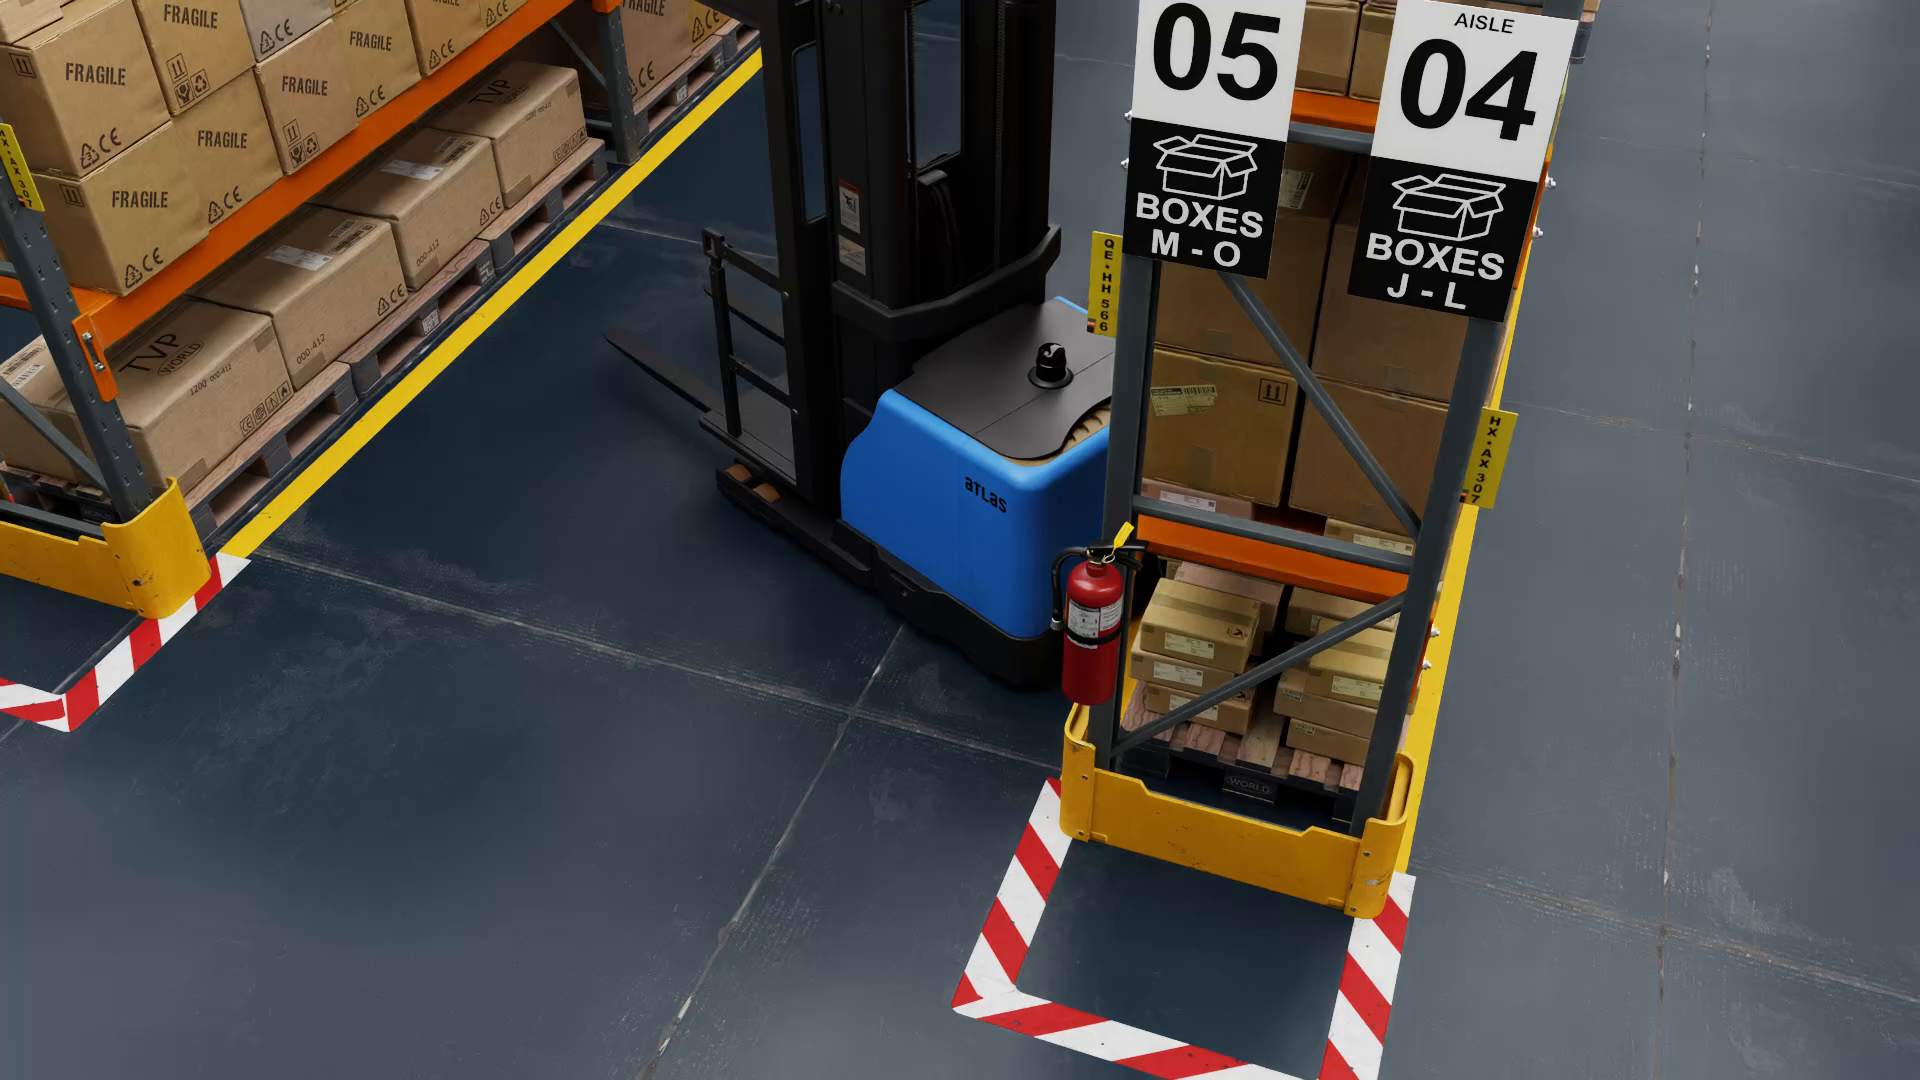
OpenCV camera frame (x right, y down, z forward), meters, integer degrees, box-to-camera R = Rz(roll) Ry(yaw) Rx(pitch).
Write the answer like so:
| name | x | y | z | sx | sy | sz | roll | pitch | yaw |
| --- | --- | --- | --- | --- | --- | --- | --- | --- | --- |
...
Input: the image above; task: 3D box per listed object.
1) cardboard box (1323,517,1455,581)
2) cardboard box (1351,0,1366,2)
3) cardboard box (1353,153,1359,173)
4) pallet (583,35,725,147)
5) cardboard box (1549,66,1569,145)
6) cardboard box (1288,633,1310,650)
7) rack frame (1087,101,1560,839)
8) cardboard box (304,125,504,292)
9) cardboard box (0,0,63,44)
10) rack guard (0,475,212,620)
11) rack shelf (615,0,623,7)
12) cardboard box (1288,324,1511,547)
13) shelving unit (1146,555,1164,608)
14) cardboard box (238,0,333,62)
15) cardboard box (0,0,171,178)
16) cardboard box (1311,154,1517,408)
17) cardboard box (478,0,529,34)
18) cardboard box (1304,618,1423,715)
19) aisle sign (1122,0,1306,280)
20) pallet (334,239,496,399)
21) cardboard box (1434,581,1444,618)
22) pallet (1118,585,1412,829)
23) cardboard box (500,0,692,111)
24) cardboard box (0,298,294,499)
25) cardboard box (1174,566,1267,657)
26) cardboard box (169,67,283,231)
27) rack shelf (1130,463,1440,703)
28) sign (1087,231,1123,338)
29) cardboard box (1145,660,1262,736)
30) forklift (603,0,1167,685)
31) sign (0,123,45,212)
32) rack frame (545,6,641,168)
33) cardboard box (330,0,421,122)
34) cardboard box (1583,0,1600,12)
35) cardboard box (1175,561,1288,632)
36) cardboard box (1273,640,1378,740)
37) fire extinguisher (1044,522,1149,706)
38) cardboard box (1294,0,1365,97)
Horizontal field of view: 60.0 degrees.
| name | x | y | z | sx | sy | sz | roll | pitch | yaw |
| --- | --- | --- | --- | --- | --- | --- | --- | --- | --- |
| cardboard box | 1.343 | -0.041 | 5.181 | 0.380 | 0.149 | 0.250 | 13 | 42 | 15 |
| cardboard box | 0.842 | -1.624 | 4.261 | 0.500 | 0.250 | 0.500 | 12 | 42 | 14 |
| cardboard box | 1.020 | -1.187 | 5.253 | 0.500 | 0.500 | 0.500 | 12 | 42 | 14 |
| pallet | -2.201 | -2.915 | 10.504 | 1.003 | 0.211 | 1.213 | 13 | 42 | 15 |
| cardboard box | 1.692 | -1.380 | 5.480 | 0.500 | 0.500 | 0.500 | 12 | 42 | 14 |
| cardboard box | 1.416 | 0.487 | 6.242 | 0.380 | 0.149 | 0.250 | 13 | 42 | 15 |
| rack frame | 0.924 | -0.012 | 4.953 | 1.000 | 3.000 | 0.127 | 13 | 42 | 15 |
| cardboard box | -3.016 | -1.768 | 8.662 | 0.875 | 0.438 | 0.875 | 12 | 42 | 14 |
| cardboard box | -3.381 | -1.869 | 5.783 | 0.380 | 0.149 | 0.250 | 14 | 42 | 16 |
| rack guard | -3.770 | -0.083 | 6.963 | 1.175 | 0.500 | 0.348 | 13 | 42 | 15 |
| rack shelf | -1.710 | -4.435 | 10.691 | 1.077 | 0.370 | 4.000 | 13 | 42 | 15 |
| cardboard box | 1.337 | -0.376 | 5.073 | 0.500 | 0.500 | 0.500 | 15 | 43 | 17 |
| shelving unit | 0.847 | -0.320 | 6.645 | 0.258 | 1.200 | 0.503 | 13 | 42 | -2 |
| cardboard box | -2.992 | -2.329 | 6.822 | 0.500 | 0.500 | 0.500 | 13 | 42 | 15 |
| cardboard box | -3.330 | -1.697 | 6.080 | 0.500 | 0.500 | 0.500 | 12 | 42 | 14 |
| cardboard box | 1.327 | -0.758 | 4.751 | 0.500 | 0.500 | 0.500 | 13 | 42 | 15 |
| cardboard box | -2.484 | -2.872 | 8.228 | 0.500 | 0.500 | 0.500 | 12 | 42 | 14 |
| cardboard box | 1.422 | 0.442 | 5.835 | 0.380 | 0.149 | 0.250 | 11 | 42 | 13 |
| aisle sign | 0.617 | -1.023 | 4.135 | 0.394 | 0.787 | 0.004 | 13 | 42 | 15 |
| pallet | -3.143 | -1.235 | 8.535 | 1.003 | 0.211 | 1.213 | 13 | 42 | 15 |
| cardboard box | 1.610 | 0.122 | 6.210 | 0.380 | 0.149 | 0.250 | 13 | 42 | 15 |
| pallet | 1.261 | 0.515 | 6.484 | 1.003 | 0.211 | 1.213 | 13 | 42 | 15 |
| cardboard box | -2.258 | -3.236 | 10.045 | 0.875 | 0.875 | 0.875 | 15 | 43 | 16 |
| cardboard box | -3.631 | -0.659 | 7.362 | 0.875 | 0.438 | 0.875 | 12 | 42 | 14 |
| cardboard box | 0.976 | 0.267 | 6.270 | 0.380 | 0.149 | 0.250 | 12 | 42 | 14 |
| cardboard box | -3.181 | -1.631 | 6.773 | 0.500 | 0.500 | 0.500 | 13 | 42 | 14 |
| rack shelf | 1.608 | -0.958 | 6.616 | 1.077 | 0.370 | 4.000 | 13 | 42 | 15 |
| sign | 0.409 | -0.708 | 4.633 | 0.100 | 0.325 | 0.005 | 13 | 42 | 15 |
| cardboard box | 0.908 | 0.546 | 6.172 | 0.380 | 0.149 | 0.250 | 14 | 42 | 16 |
| forklift | -0.441 | -1.407 | 6.640 | 1.130 | 2.935 | 3.031 | -33 | 50 | -32 |
| sign | -3.243 | -1.282 | 5.713 | 0.100 | 0.325 | 0.005 | 13 | 42 | 15 |
| rack frame | -2.394 | -3.489 | 9.028 | 1.000 | 3.000 | 0.127 | 13 | 42 | 15 |
| cardboard box | -2.835 | -2.246 | 7.495 | 0.500 | 0.500 | 0.500 | 15 | 43 | 17 |
| cardboard box | 2.859 | -2.654 | 7.920 | 0.380 | 0.149 | 0.250 | 11 | 42 | 13 |
| cardboard box | 1.007 | 0.167 | 6.158 | 0.380 | 0.149 | 0.250 | 14 | 42 | 16 |
| cardboard box | 1.344 | 0.537 | 5.953 | 0.380 | 0.149 | 0.250 | 15 | 43 | 17 |
| fire extinguisher | 0.404 | 0.211 | 5.039 | 0.296 | 0.674 | 0.183 | 13 | 42 | 15 |
| cardboard box | 0.831 | -1.432 | 4.422 | 0.500 | 0.250 | 0.500 | 12 | 42 | 14 |
